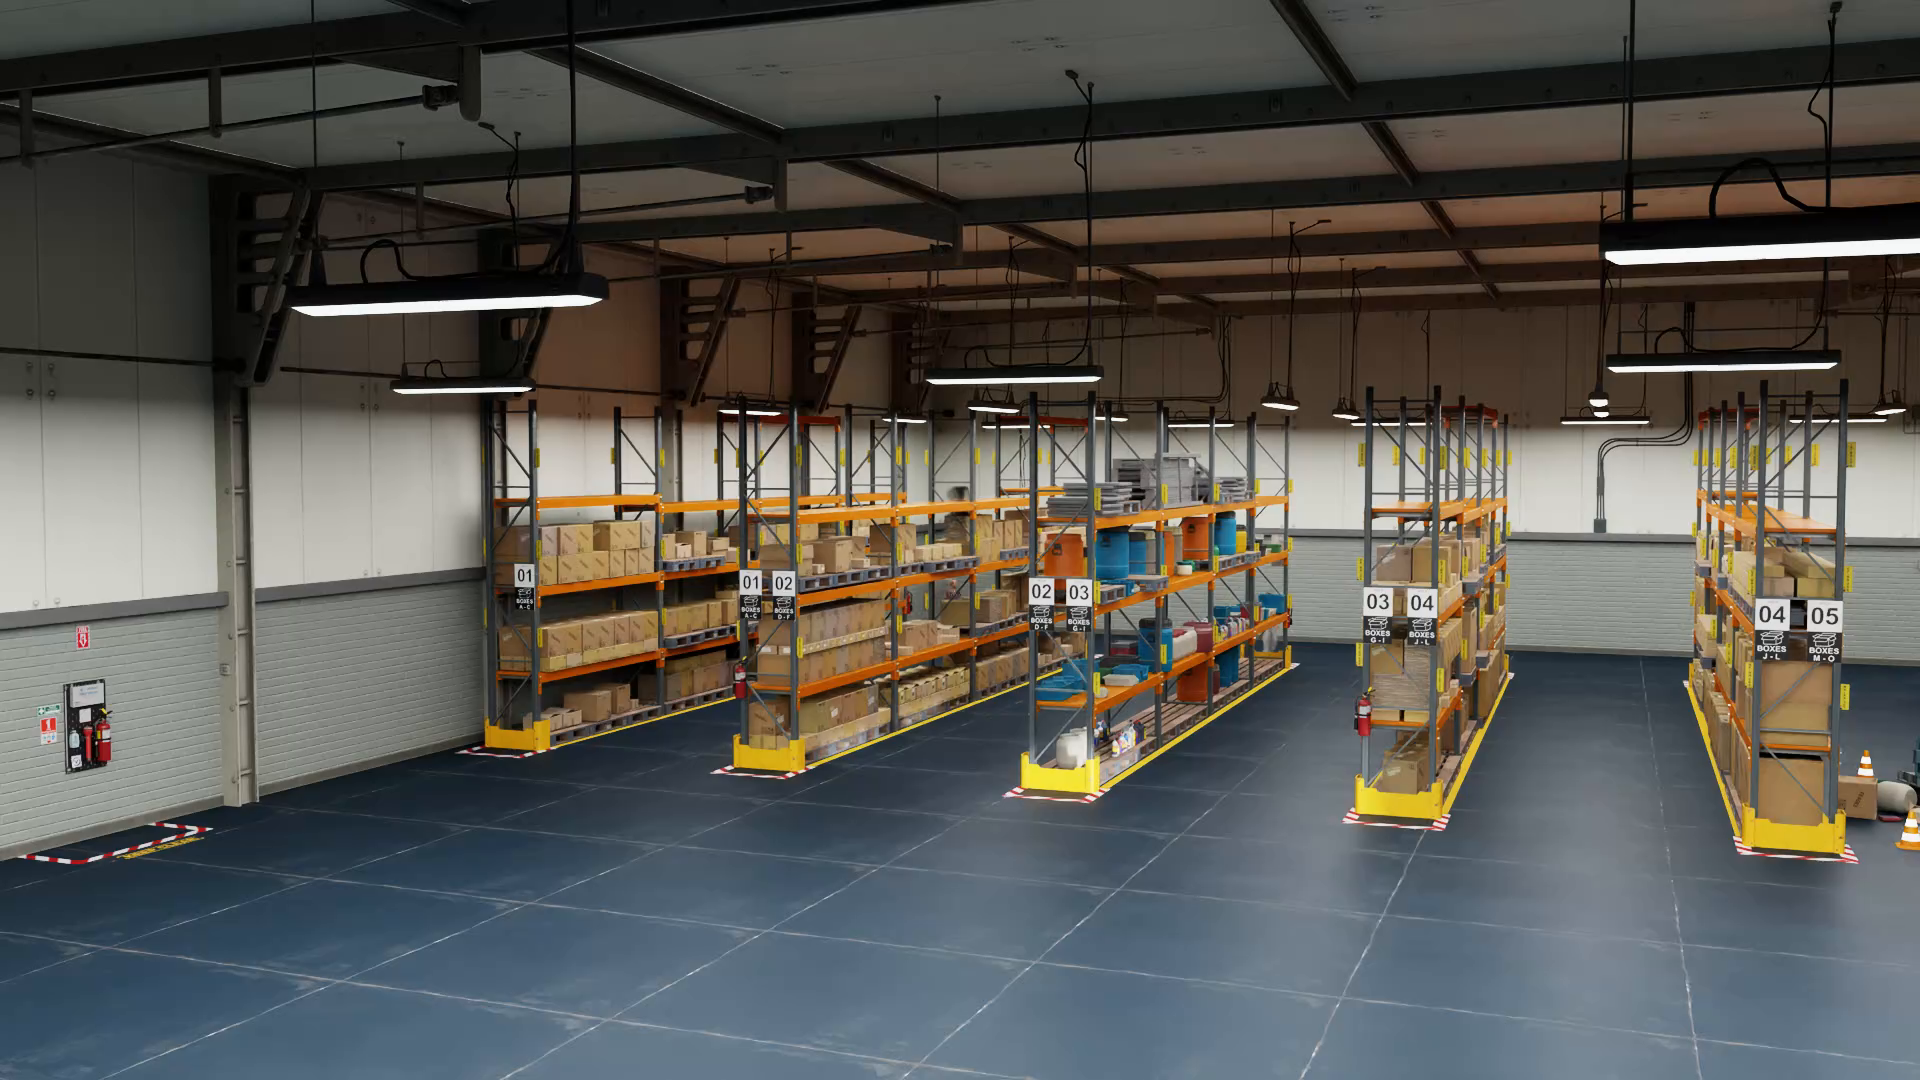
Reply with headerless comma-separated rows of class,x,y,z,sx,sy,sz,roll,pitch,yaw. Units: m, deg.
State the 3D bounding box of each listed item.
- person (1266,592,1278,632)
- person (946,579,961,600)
person,7.649,2.136,41.162,0.477,1.679,0.426,0,3,8
person,-0.087,1.911,44.416,0.993,1.753,0.705,0,3,7
